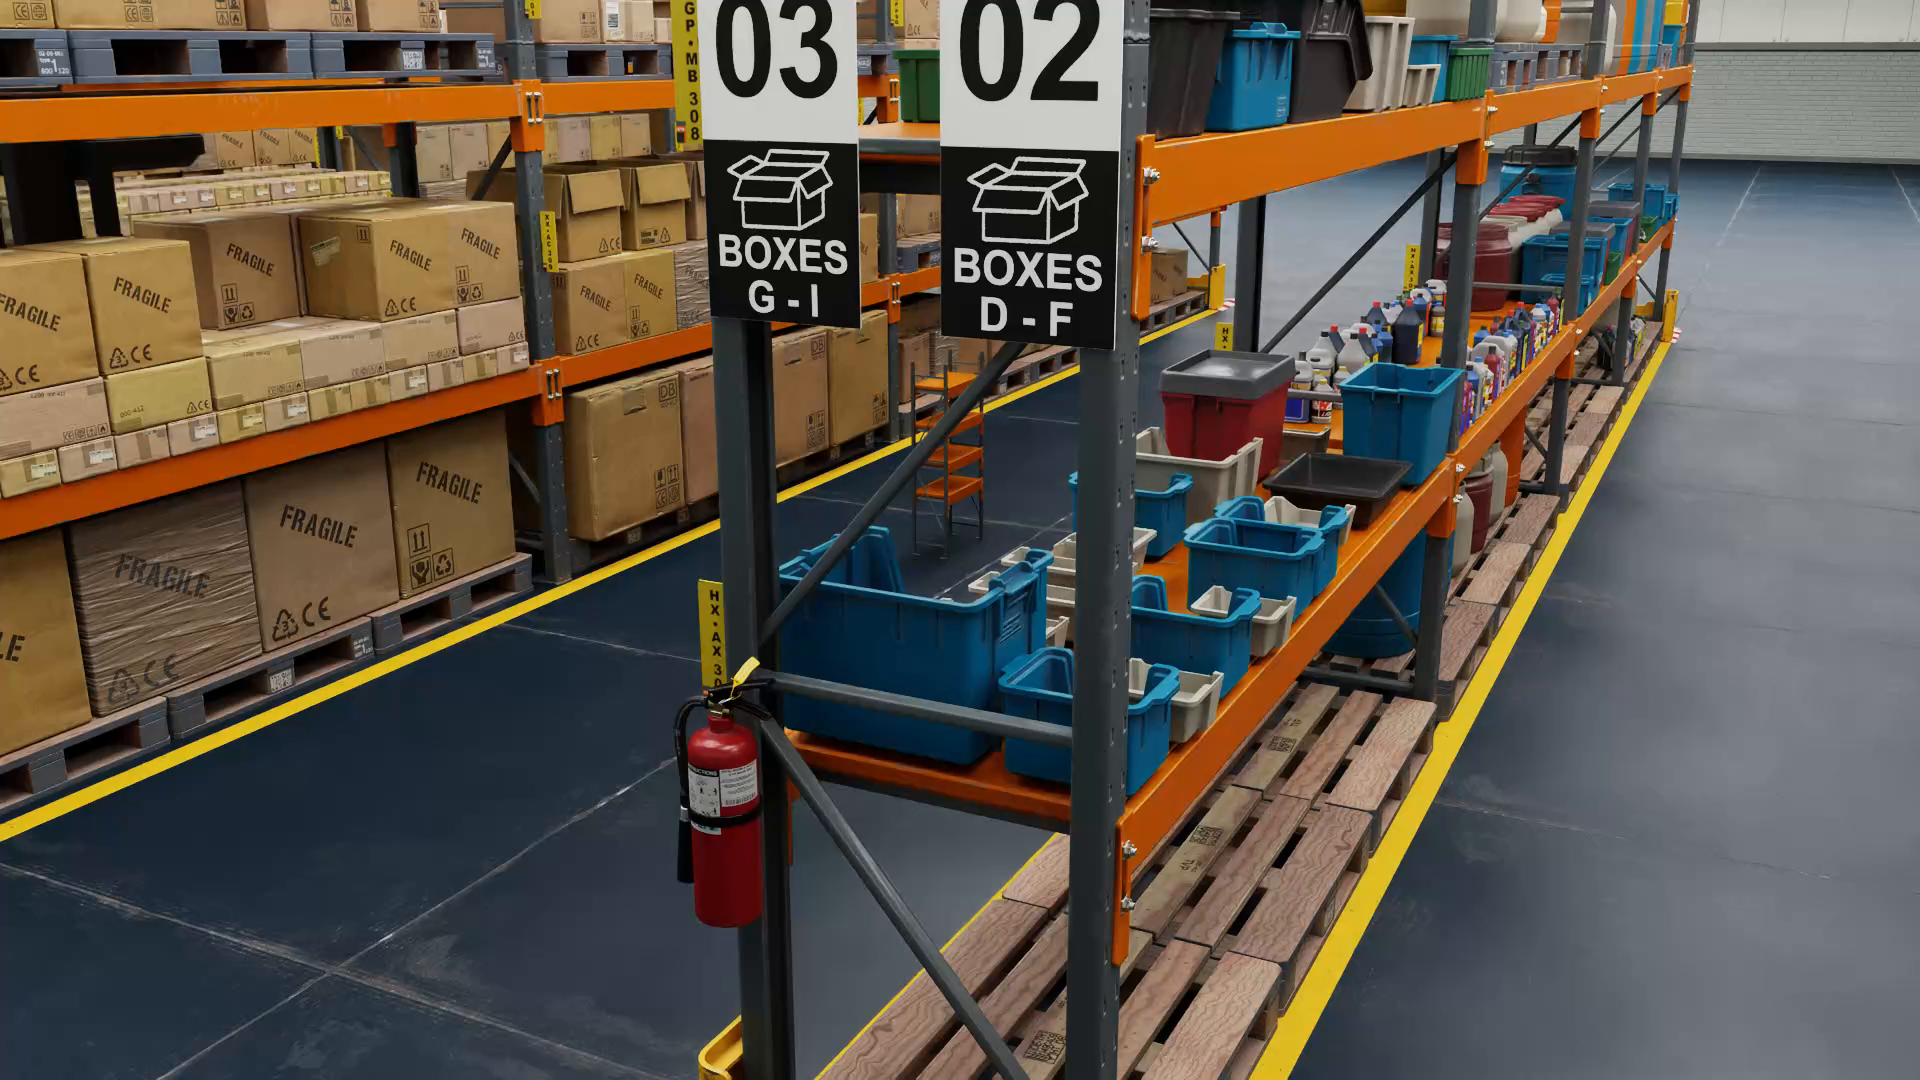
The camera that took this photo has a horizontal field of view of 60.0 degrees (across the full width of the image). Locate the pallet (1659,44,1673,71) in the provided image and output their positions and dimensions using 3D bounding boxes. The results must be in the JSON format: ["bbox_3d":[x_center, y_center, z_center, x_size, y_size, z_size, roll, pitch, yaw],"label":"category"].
[{"bbox_3d":[5.500,-4.197,14.450,1.213,0.211,1.003,8,18,25],"label":"pallet"}]

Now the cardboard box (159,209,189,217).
[{"bbox_3d":[-6.082,-2.435,12.636,0.380,0.149,0.250,9,19,28],"label":"cardboard box"}]

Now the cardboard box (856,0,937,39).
[{"bbox_3d":[-0.513,-4.077,12.661,0.500,0.500,0.500,8,18,26],"label":"cardboard box"}]

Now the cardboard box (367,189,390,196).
[{"bbox_3d":[-5.159,-2.961,14.407,0.380,0.149,0.250,9,19,27],"label":"cardboard box"}]

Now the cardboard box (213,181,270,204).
[{"bbox_3d":[-5.734,-2.775,13.258,0.380,0.149,0.250,9,19,28],"label":"cardboard box"}]

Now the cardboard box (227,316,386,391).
[{"bbox_3d":[-3.160,-0.908,8.055,0.500,0.250,0.500,9,19,26],"label":"cardboard box"}]

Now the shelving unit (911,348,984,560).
[{"bbox_3d":[-0.074,-0.533,10.212,0.258,1.200,0.503,8,18,25],"label":"shelving unit"}]

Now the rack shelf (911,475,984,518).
[{"bbox_3d":[-0.074,-0.278,10.287,0.258,0.148,0.480,8,18,25],"label":"rack shelf"}]

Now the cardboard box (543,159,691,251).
[{"bbox_3d":[-2.146,-2.112,10.428,0.797,0.503,0.637,8,18,26],"label":"cardboard box"}]

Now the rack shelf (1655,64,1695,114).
[{"bbox_3d":[6.159,-4.256,15.580,1.077,0.370,4.000,8,18,25],"label":"rack shelf"}]

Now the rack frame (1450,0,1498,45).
[{"bbox_3d":[1.690,-3.491,6.474,1.000,3.000,0.127,8,18,25],"label":"rack frame"}]

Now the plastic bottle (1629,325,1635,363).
[{"bbox_3d":[6.081,-1.795,15.180,0.144,0.351,0.185,7,18,23],"label":"plastic bottle"}]

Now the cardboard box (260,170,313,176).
[{"bbox_3d":[-5.843,-3.126,14.438,0.380,0.149,0.250,8,18,24],"label":"cardboard box"}]

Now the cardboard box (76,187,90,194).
[{"bbox_3d":[-6.775,-2.597,12.657,0.380,0.149,0.250,8,18,25],"label":"cardboard box"}]

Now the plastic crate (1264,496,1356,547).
[{"bbox_3d":[1.181,-0.036,5.735,0.293,0.136,0.466,8,18,25],"label":"plastic crate"}]

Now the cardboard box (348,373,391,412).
[{"bbox_3d":[-3.043,-0.744,8.201,0.380,0.149,0.250,8,19,26],"label":"cardboard box"}]

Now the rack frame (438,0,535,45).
[{"bbox_3d":[-2.741,-4.122,8.596,1.000,3.000,0.127,8,18,25],"label":"rack frame"}]

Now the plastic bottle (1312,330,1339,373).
[{"bbox_3d":[1.808,-0.868,8.264,0.144,0.351,0.185,8,18,25],"label":"plastic bottle"}]

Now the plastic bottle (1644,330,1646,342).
[{"bbox_3d":[6.624,-2.018,16.193,0.097,0.201,0.097,0,17,0],"label":"plastic bottle"}]

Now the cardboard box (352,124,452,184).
[{"bbox_3d":[-5.136,-3.562,15.316,0.700,0.500,0.500,8,18,25],"label":"cardboard box"}]

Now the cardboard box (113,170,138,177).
[{"bbox_3d":[-9.184,-4.136,17.746,0.500,0.500,0.500,9,19,28],"label":"cardboard box"}]

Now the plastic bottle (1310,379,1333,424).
[{"bbox_3d":[1.697,-0.651,7.796,0.097,0.201,0.097,0,17,0],"label":"plastic bottle"}]

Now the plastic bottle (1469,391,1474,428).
[{"bbox_3d":[2.331,-0.625,7.710,0.097,0.201,0.097,0,17,0],"label":"plastic bottle"}]

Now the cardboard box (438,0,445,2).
[{"bbox_3d":[-4.819,-5.135,16.187,0.500,0.500,0.500,8,18,25],"label":"cardboard box"}]

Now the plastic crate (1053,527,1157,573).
[{"bbox_3d":[0.466,0.046,5.458,0.298,0.136,0.250,8,18,25],"label":"plastic crate"}]

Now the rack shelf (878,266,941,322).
[{"bbox_3d":[-0.060,-2.429,14.698,1.077,0.370,4.000,8,18,25],"label":"rack shelf"}]

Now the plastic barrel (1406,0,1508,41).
[{"bbox_3d":[2.150,-2.422,7.166,0.433,0.535,0.433,0,17,0],"label":"plastic barrel"}]

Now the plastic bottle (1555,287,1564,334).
[{"bbox_3d":[3.678,-1.421,10.246,0.061,0.283,0.133,8,18,25],"label":"plastic bottle"}]

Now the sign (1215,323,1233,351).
[{"bbox_3d":[1.199,-0.819,7.526,0.100,0.325,0.005,8,18,25],"label":"sign"}]

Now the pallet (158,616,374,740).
[{"bbox_3d":[-3.695,0.587,8.178,1.003,0.211,1.213,8,18,25],"label":"pallet"}]

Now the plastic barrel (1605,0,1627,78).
[{"bbox_3d":[4.039,-3.494,10.872,0.600,0.901,0.600,0,17,0],"label":"plastic barrel"}]

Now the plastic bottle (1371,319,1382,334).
[{"bbox_3d":[2.271,-1.069,9.083,0.097,0.271,0.097,0,17,0],"label":"plastic bottle"}]

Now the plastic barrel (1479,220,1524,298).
[{"bbox_3d":[3.746,-1.977,11.717,0.421,0.512,0.421,0,17,0],"label":"plastic barrel"}]

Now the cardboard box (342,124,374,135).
[{"bbox_3d":[-7.641,-5.299,20.641,0.700,0.500,0.500,8,18,25],"label":"cardboard box"}]

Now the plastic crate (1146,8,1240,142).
[{"bbox_3d":[0.324,-1.035,3.700,0.497,0.269,0.590,8,18,25],"label":"plastic crate"}]

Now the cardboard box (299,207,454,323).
[{"bbox_3d":[-2.935,-1.398,8.386,0.500,0.500,0.500,8,18,26],"label":"cardboard box"}]

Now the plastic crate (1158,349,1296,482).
[{"bbox_3d":[1.067,-0.479,6.653,0.402,0.464,0.583,8,18,25],"label":"plastic crate"}]

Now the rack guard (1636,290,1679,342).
[{"bbox_3d":[7.060,-2.449,17.890,1.175,0.500,0.348,8,18,25],"label":"rack guard"}]

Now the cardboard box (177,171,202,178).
[{"bbox_3d":[-8.742,-4.071,18.666,0.380,0.149,0.250,9,19,27],"label":"cardboard box"}]

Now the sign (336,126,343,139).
[{"bbox_3d":[-7.534,-5.030,20.156,0.100,0.325,0.005,8,18,25],"label":"sign"}]

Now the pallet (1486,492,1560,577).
[{"bbox_3d":[3.163,-0.092,10.462,1.003,0.211,1.213,8,18,25],"label":"pallet"}]

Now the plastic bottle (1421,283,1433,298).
[{"bbox_3d":[2.919,-1.478,10.457,0.097,0.271,0.097,0,17,0],"label":"plastic bottle"}]

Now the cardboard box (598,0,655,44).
[{"bbox_3d":[-2.170,-3.110,9.878,0.500,0.311,0.500,7,18,23],"label":"cardboard box"}]

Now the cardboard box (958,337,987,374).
[{"bbox_3d":[-0.188,-1.739,14.727,0.700,0.500,0.500,10,19,30],"label":"cardboard box"}]

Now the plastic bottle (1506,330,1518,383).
[{"bbox_3d":[2.875,-0.969,8.745,0.097,0.271,0.097,0,17,0],"label":"plastic bottle"}]

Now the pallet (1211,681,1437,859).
[{"bbox_3d":[1.396,0.913,7.078,1.003,0.211,1.213,8,18,25],"label":"pallet"}]

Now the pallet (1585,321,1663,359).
[{"bbox_3d":[6.693,-2.104,17.237,1.003,0.211,1.213,8,18,25],"label":"pallet"}]

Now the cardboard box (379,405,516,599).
[{"bbox_3d":[-3.107,-0.271,9.161,0.875,0.875,0.875,8,18,25],"label":"cardboard box"}]

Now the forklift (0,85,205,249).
[{"bbox_3d":[-5.141,-1.359,9.952,1.130,2.935,3.031,8,18,25],"label":"forklift"}]

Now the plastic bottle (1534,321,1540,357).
[{"bbox_3d":[3.246,-1.147,9.468,0.097,0.201,0.097,0,17,0],"label":"plastic bottle"}]

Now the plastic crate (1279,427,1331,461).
[{"bbox_3d":[1.354,-0.418,7.020,0.396,0.136,0.243,8,18,25],"label":"plastic crate"}]
